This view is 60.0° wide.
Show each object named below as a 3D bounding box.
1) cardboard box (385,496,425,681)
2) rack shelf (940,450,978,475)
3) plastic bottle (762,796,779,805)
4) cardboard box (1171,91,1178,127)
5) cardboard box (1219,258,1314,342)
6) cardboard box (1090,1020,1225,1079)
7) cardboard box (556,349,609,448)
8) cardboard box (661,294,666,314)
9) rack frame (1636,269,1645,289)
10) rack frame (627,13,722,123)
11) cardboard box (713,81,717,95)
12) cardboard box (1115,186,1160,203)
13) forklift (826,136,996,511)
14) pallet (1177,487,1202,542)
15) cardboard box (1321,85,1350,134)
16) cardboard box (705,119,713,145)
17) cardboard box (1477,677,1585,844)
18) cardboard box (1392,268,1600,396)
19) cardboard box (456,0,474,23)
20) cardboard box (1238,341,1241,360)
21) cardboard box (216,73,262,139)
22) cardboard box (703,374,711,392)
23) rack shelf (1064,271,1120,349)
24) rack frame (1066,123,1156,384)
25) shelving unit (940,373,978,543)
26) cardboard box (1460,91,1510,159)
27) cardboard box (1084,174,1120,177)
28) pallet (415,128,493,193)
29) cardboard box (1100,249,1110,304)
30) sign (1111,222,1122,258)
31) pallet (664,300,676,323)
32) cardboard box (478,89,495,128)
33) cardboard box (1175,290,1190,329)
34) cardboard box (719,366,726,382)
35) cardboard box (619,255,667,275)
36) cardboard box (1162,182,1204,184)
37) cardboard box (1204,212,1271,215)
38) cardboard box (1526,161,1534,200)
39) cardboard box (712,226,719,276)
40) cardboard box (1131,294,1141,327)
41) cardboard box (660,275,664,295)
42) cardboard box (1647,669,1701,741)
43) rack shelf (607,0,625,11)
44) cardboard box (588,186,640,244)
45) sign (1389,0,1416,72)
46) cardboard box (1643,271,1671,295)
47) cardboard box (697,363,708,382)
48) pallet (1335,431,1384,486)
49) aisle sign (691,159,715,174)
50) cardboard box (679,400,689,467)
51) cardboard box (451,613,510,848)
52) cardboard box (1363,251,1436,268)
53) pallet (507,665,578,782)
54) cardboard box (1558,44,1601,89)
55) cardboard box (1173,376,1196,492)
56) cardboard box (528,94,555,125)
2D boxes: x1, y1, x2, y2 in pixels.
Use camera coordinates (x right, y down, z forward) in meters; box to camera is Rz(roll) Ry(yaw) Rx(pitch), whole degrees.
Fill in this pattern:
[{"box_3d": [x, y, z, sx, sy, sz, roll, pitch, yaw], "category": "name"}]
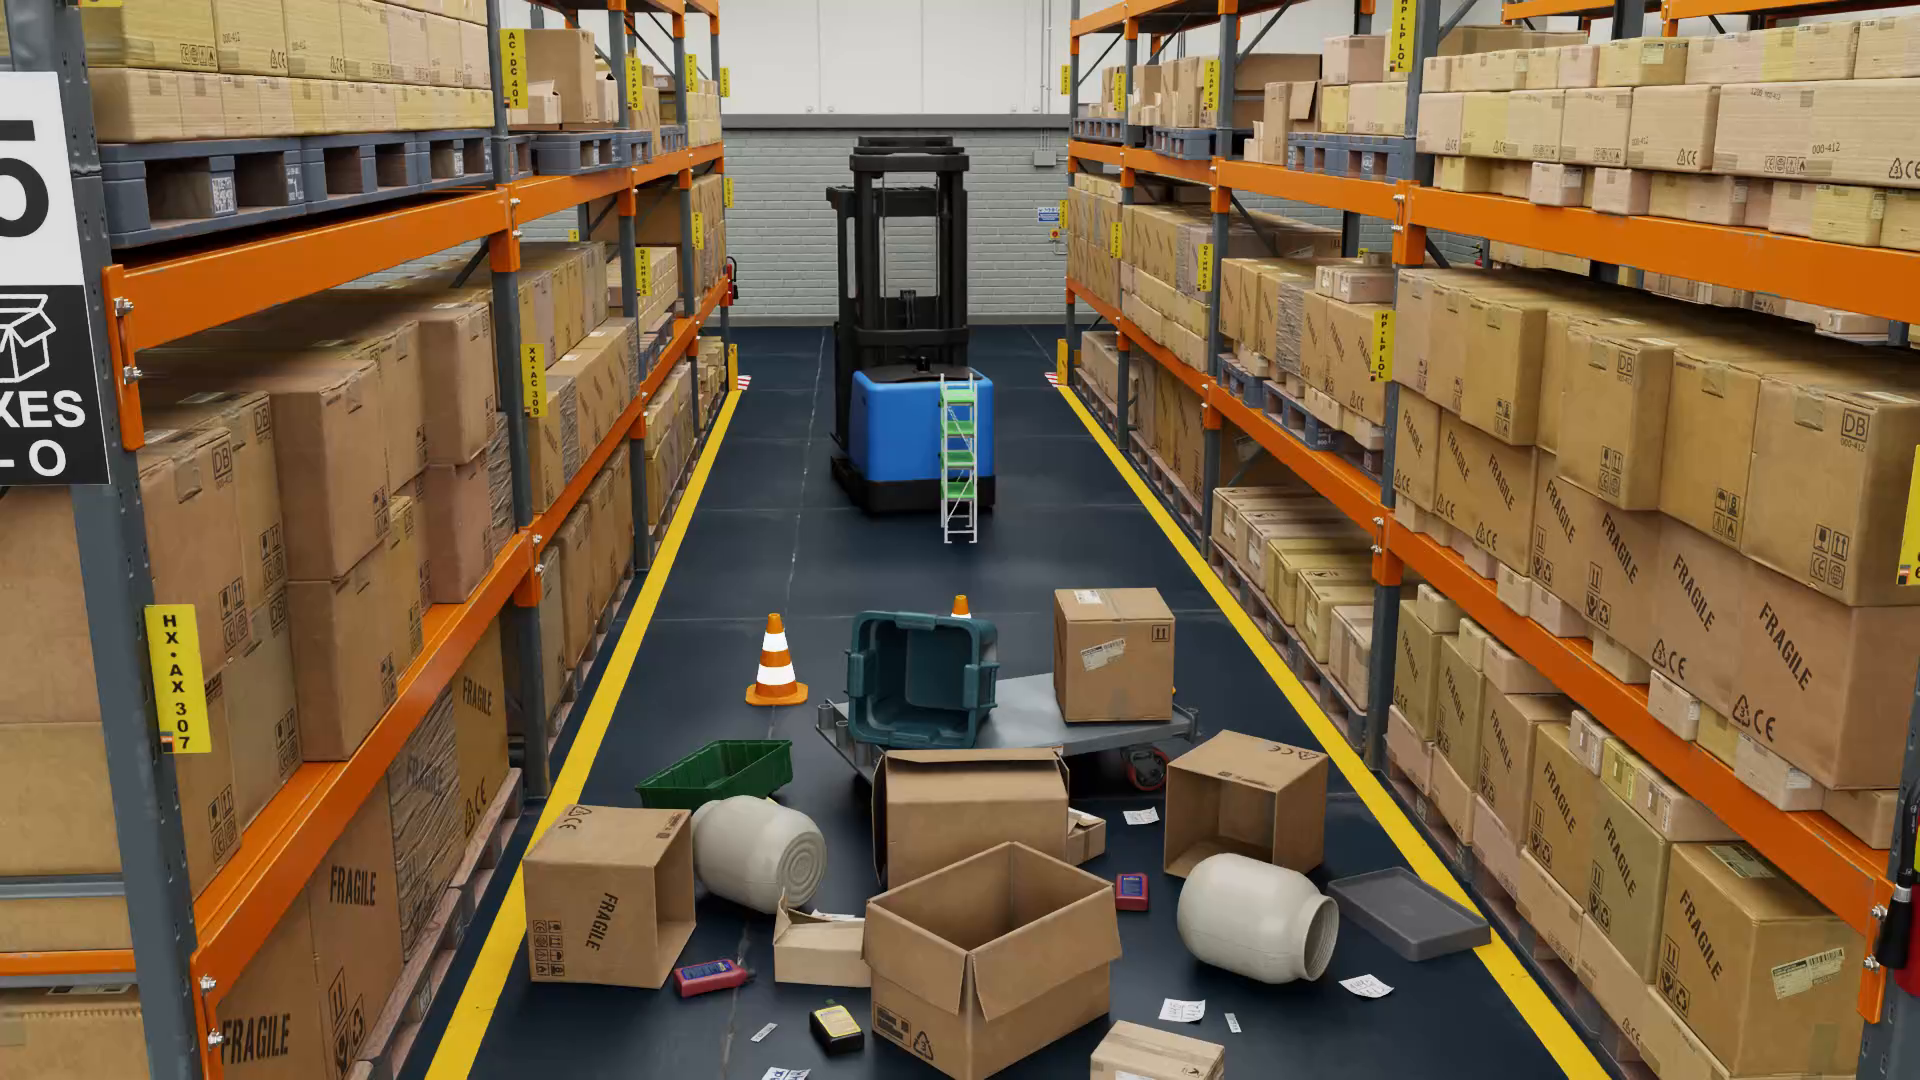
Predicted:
[{"box_3d": [-2.296, 0.183, 5.493, 0.875, 0.550, 0.500, -1, 14, -3], "category": "cardboard box"}, {"box_3d": [-0.010, -0.560, 12.553, 0.258, 0.148, 0.480, -1, 14, -3], "category": "rack shelf"}, {"box_3d": [-0.912, 1.230, 7.622, 0.133, 0.061, 0.283, -9, 17, -32], "category": "plastic bottle"}, {"box_3d": [1.816, -3.263, 12.595, 0.396, 0.266, 0.258, -1, 14, -5], "category": "cardboard box"}, {"box_3d": [2.047, -1.615, 11.143, 0.500, 0.500, 0.500, -1, 14, -5], "category": "cardboard box"}, {"box_3d": [0.649, 1.741, 5.461, 0.380, 0.149, 0.250, 7, 16, 26], "category": "cardboard box"}, {"box_3d": [-2.291, -0.798, 9.407, 0.500, 0.500, 0.500, -1, 14, -3], "category": "cardboard box"}, {"box_3d": [-2.641, -1.956, 13.770, 0.380, 0.149, 0.250, -2, 15, -6], "category": "cardboard box"}, {"box_3d": [6.957, -2.407, 15.862, 1.000, 3.000, 0.127, -1, 14, -3], "category": "rack frame"}, {"box_3d": [-3.179, -6.128, 18.284, 1.000, 3.000, 0.127, -1, 14, -3], "category": "rack frame"}, {"box_3d": [-2.865, -4.960, 18.261, 0.380, 0.149, 0.250, -1, 14, -4], "category": "cardboard box"}, {"box_3d": [1.666, -3.248, 15.621, 0.380, 0.149, 0.250, -1, 14, -5], "category": "cardboard box"}, {"box_3d": [-0.533, -1.967, 14.287, 1.130, 2.935, 3.031, -3, 15, -12], "category": "forklift"}, {"box_3d": [2.277, -0.181, 12.808, 1.003, 0.211, 1.213, -1, 14, -3], "category": "pallet"}, {"box_3d": [2.261, -2.319, 8.958, 0.500, 0.250, 0.500, -1, 14, -3], "category": "cardboard box"}, {"box_3d": [-2.778, -4.111, 16.767, 0.500, 0.250, 0.500, 0, 14, -1], "category": "cardboard box"}, {"box_3d": [2.341, 0.838, 6.420, 0.500, 0.500, 0.500, 0, 14, -1], "category": "cardboard box"}, {"box_3d": [2.309, -0.904, 7.215, 0.700, 0.500, 0.500, -1, 14, -4], "category": "cardboard box"}, {"box_3d": [-2.080, -2.058, 6.347, 0.380, 0.149, 0.250, -1, 14, -4], "category": "cardboard box"}, {"box_3d": [2.069, -1.262, 11.072, 0.380, 0.149, 0.250, -2, 15, -7], "category": "cardboard box"}, {"box_3d": [-1.921, -1.042, 3.998, 0.380, 0.149, 0.250, -1, 14, -3], "category": "cardboard box"}, {"box_3d": [-2.751, -1.611, 17.050, 0.380, 0.149, 0.250, -1, 14, -4], "category": "cardboard box"}, {"box_3d": [1.879, -2.478, 17.583, 1.077, 0.370, 4.000, -1, 14, -3], "category": "rack shelf"}, {"box_3d": [1.755, -3.324, 19.427, 1.000, 3.000, 0.127, -1, 14, -3], "category": "rack frame"}, {"box_3d": [-0.010, -0.622, 12.537, 0.258, 1.200, 0.503, -1, 14, -3], "category": "shelving unit"}, {"box_3d": [2.294, -1.622, 6.496, 0.500, 0.250, 0.500, -1, 14, -4], "category": "cardboard box"}, {"box_3d": [1.588, -4.014, 18.600, 0.380, 0.149, 0.250, -1, 14, -2], "category": "cardboard box"}, {"box_3d": [-2.396, -1.444, 6.279, 1.003, 0.211, 1.213, -1, 14, -3], "category": "pallet"}, {"box_3d": [1.682, -2.617, 16.478, 0.500, 0.500, 0.500, -1, 14, -5], "category": "cardboard box"}, {"box_3d": [1.449, -2.778, 15.408, 0.100, 0.325, 0.005, -1, 14, -3], "category": "sign"}, {"box_3d": [-3.029, -1.943, 14.442, 1.003, 0.211, 1.213, -1, 14, -3], "category": "pallet"}, {"box_3d": [-2.094, -1.735, 6.692, 0.380, 0.149, 0.250, -1, 14, -4], "category": "cardboard box"}, {"box_3d": [1.932, -1.748, 12.598, 0.500, 0.250, 0.500, -1, 14, -5], "category": "cardboard box"}, {"box_3d": [-2.822, -1.855, 18.596, 0.380, 0.149, 0.250, 0, 14, -2], "category": "cardboard box"}, {"box_3d": [-2.664, -2.305, 13.931, 0.380, 0.149, 0.250, -1, 14, -4], "category": "cardboard box"}, {"box_3d": [2.198, -3.448, 16.398, 0.380, 0.149, 0.250, -1, 14, -4], "category": "cardboard box"}, {"box_3d": [2.332, -2.500, 14.015, 0.500, 0.500, 0.500, 0, 14, -2], "category": "cardboard box"}, {"box_3d": [2.340, -1.334, 6.176, 0.380, 0.149, 0.250, -1, 14, -5], "category": "cardboard box"}, {"box_3d": [-2.827, -3.053, 17.576, 0.500, 0.500, 0.500, -1, 14, -3], "category": "cardboard box"}, {"box_3d": [1.800, -2.015, 14.638, 0.500, 0.250, 0.500, -1, 14, -5], "category": "cardboard box"}, {"box_3d": [-2.644, -2.098, 13.724, 0.380, 0.149, 0.250, -2, 15, -6], "category": "cardboard box"}, {"box_3d": [2.343, 0.498, 5.075, 0.380, 0.149, 0.250, -1, 14, -2], "category": "cardboard box"}, {"box_3d": [-2.560, -3.099, 8.758, 1.077, 0.370, 4.000, -1, 14, -3], "category": "rack shelf"}, {"box_3d": [-3.231, -3.017, 15.430, 0.500, 0.500, 0.500, -1, 14, -5], "category": "cardboard box"}, {"box_3d": [1.945, -2.224, 7.303, 0.100, 0.325, 0.005, -1, 14, -3], "category": "sign"}, {"box_3d": [6.763, -2.535, 15.316, 0.700, 0.500, 0.500, -1, 14, -2], "category": "cardboard box"}, {"box_3d": [-2.742, -1.688, 16.753, 0.380, 0.149, 0.250, -1, 14, -2], "category": "cardboard box"}, {"box_3d": [2.596, -0.439, 8.599, 1.003, 0.211, 1.213, -1, 14, -3], "category": "pallet"}, {"box_3d": [-2.884, -4.504, 18.797, 0.394, 0.787, 0.004, -1, 14, -3], "category": "aisle sign"}, {"box_3d": [-2.603, -0.913, 14.228, 0.500, 0.500, 0.500, -1, 14, -5], "category": "cardboard box"}, {"box_3d": [-2.467, 0.745, 7.033, 0.875, 0.875, 0.875, -1, 14, -3], "category": "cardboard box"}, {"box_3d": [2.634, -1.642, 9.947, 0.380, 0.149, 0.250, -2, 15, -6], "category": "cardboard box"}, {"box_3d": [-2.559, 0.921, 8.521, 1.003, 0.211, 1.213, -1, 14, -3], "category": "pallet"}, {"box_3d": [2.328, -1.651, 5.806, 0.380, 0.149, 0.250, -1, 14, -4], "category": "cardboard box"}, {"box_3d": [2.240, -0.904, 13.441, 0.875, 0.875, 0.875, -1, 14, -3], "category": "cardboard box"}, {"box_3d": [-2.263, -2.174, 8.396, 0.380, 0.149, 0.250, -1, 14, -3], "category": "cardboard box"}]
